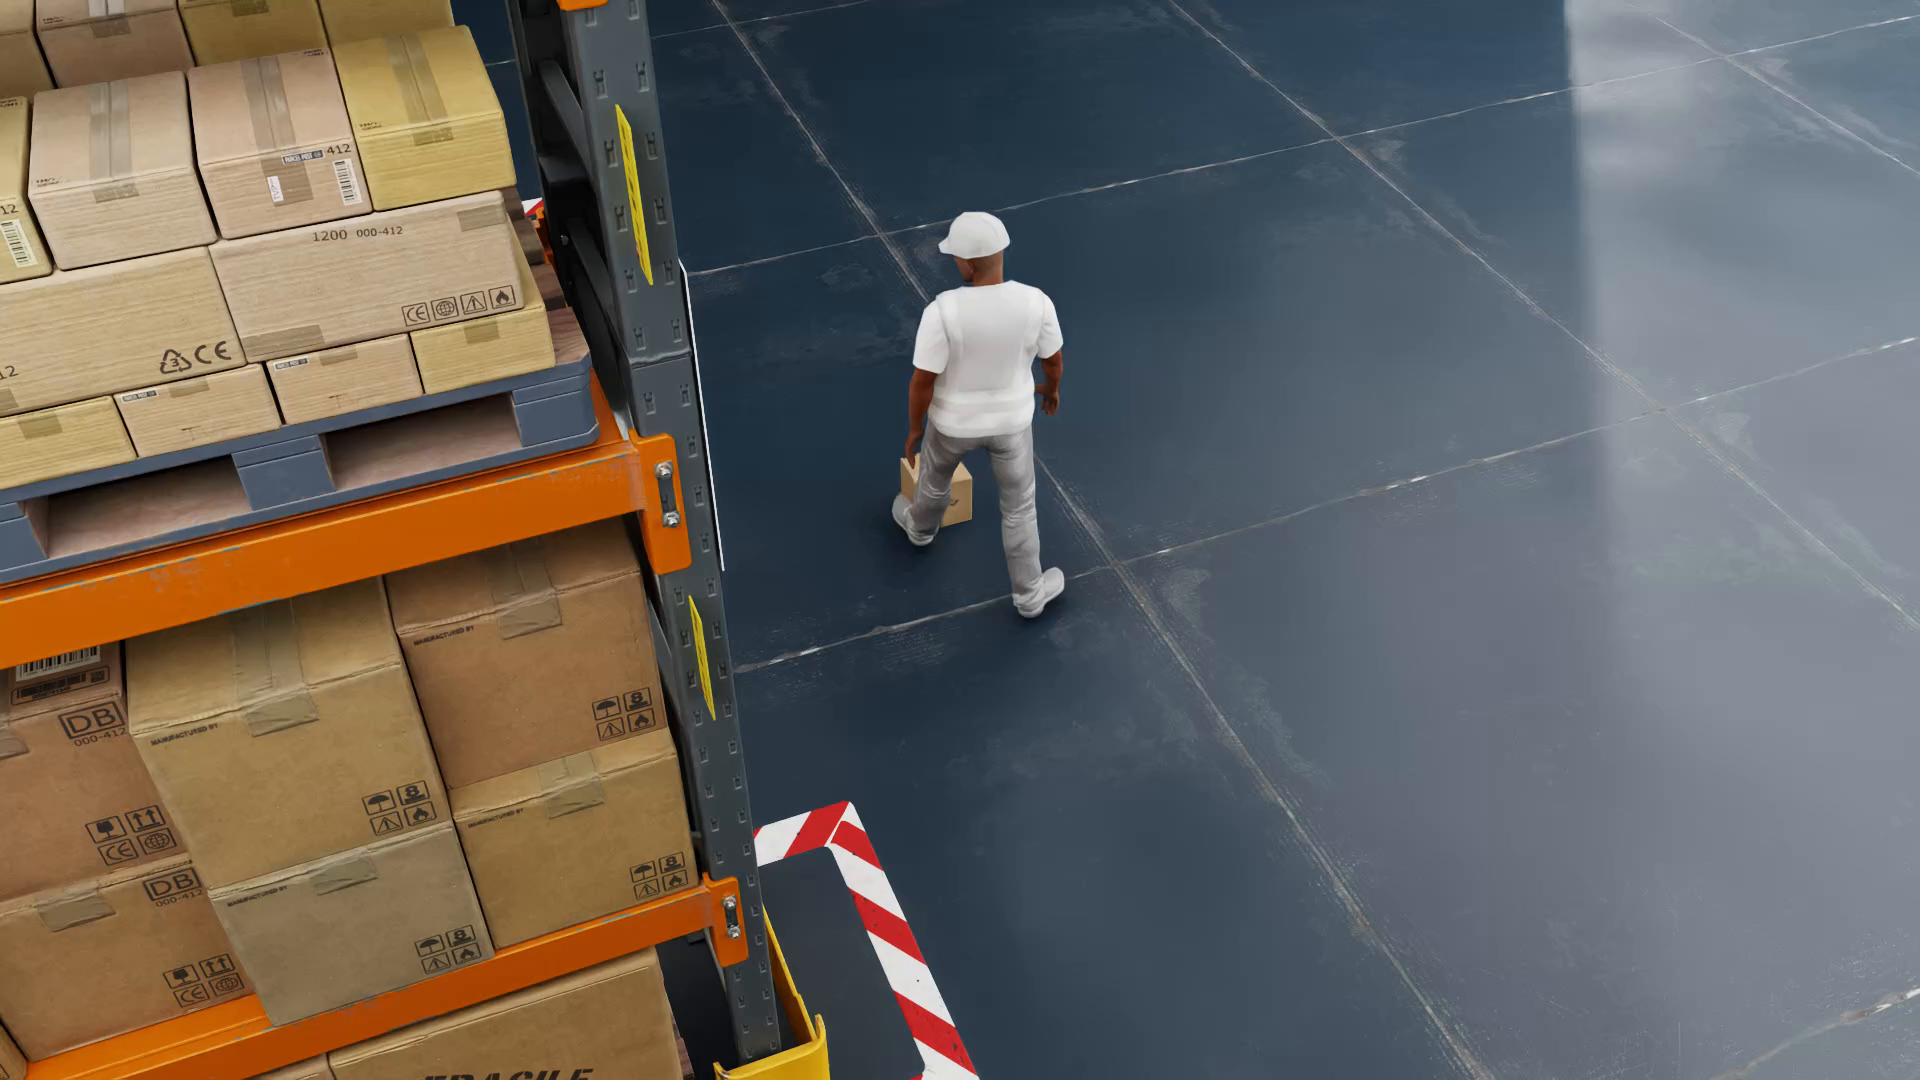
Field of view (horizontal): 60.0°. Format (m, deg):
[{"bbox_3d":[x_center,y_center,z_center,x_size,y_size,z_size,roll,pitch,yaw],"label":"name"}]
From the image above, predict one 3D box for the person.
[{"bbox_3d":[0.096,-0.506,6.692,0.673,1.768,0.690,-16,44,-17],"label":"person"}]
